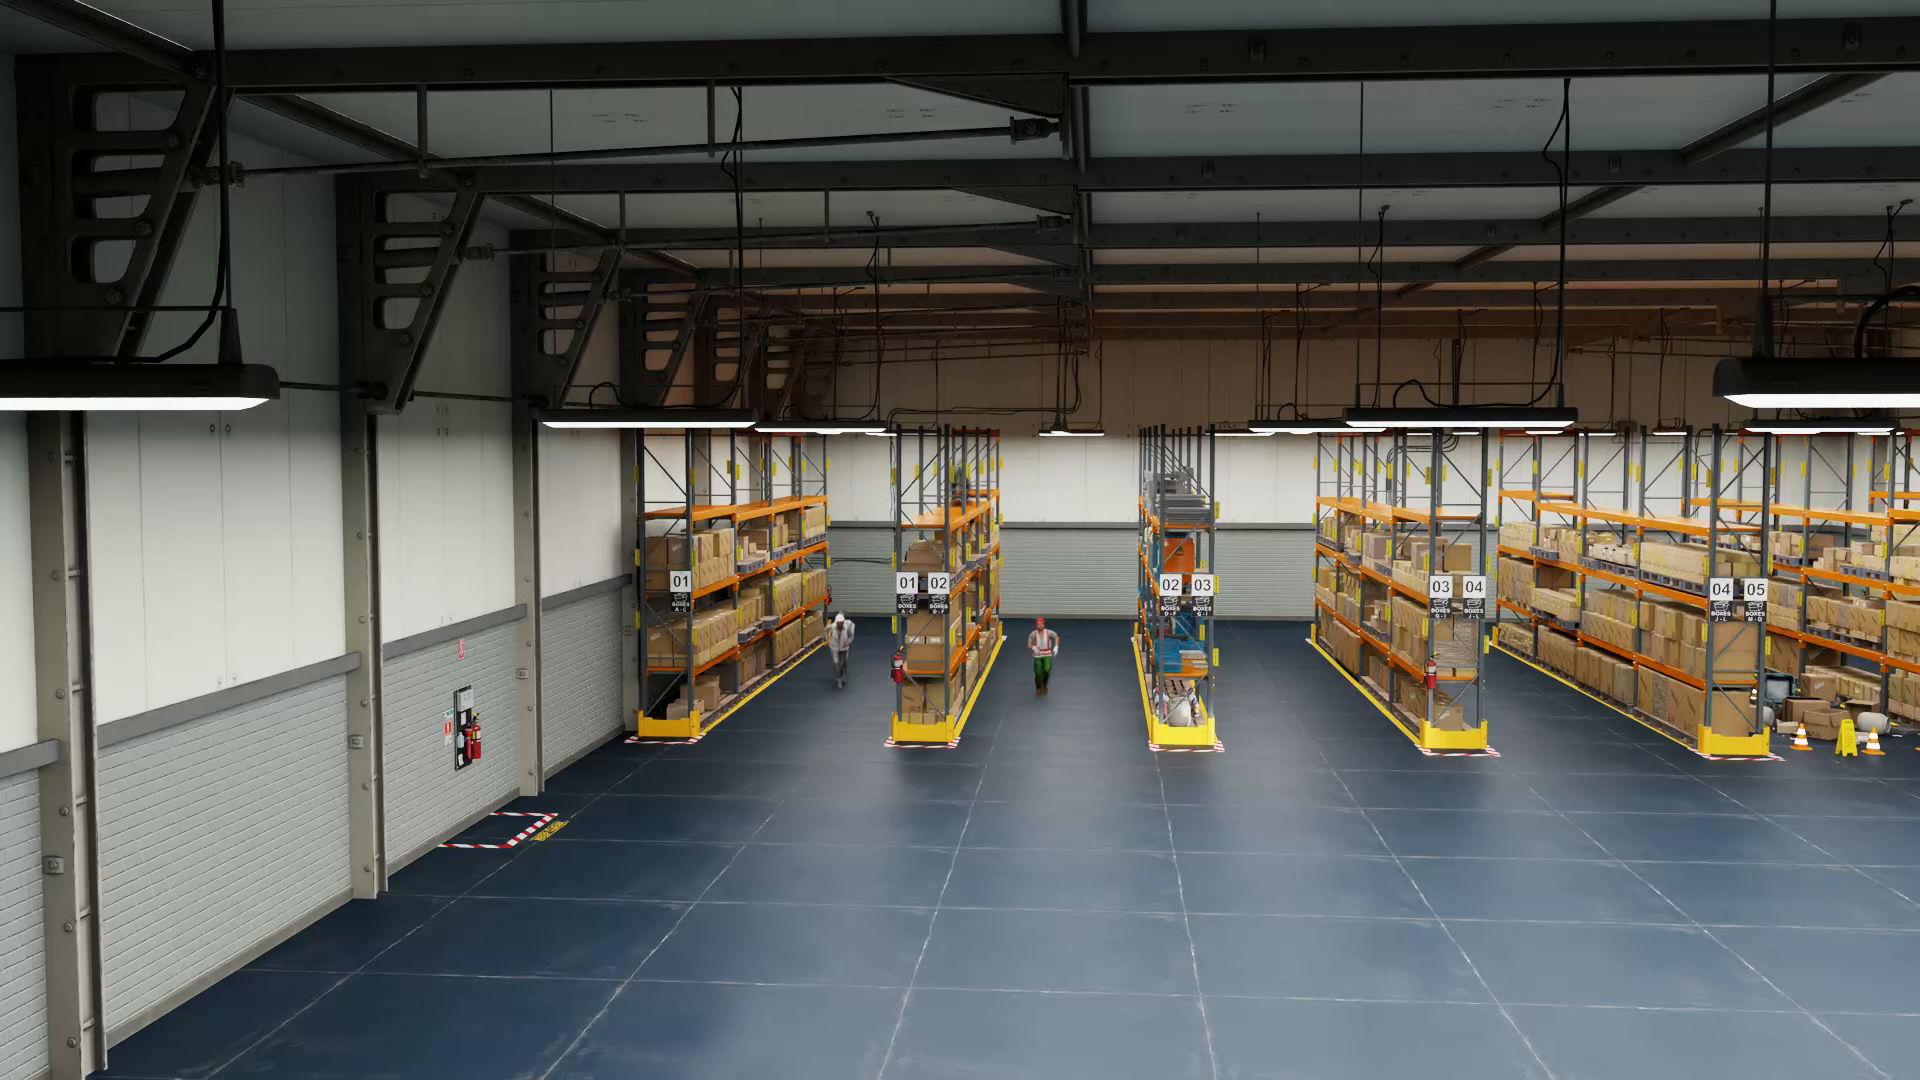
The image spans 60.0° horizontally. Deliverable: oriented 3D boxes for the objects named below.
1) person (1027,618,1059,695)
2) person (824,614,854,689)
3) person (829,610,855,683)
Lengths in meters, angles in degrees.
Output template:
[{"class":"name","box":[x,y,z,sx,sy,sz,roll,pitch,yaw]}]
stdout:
[{"class":"person","box":[1.836,2.585,36.820,0.683,1.733,0.826,0,3,5]},{"class":"person","box":[-2.807,2.550,38.560,0.697,1.729,1.049,0,3,-4]},{"class":"person","box":[-2.794,2.509,39.312,0.593,1.749,0.829,0,3,-1]}]
